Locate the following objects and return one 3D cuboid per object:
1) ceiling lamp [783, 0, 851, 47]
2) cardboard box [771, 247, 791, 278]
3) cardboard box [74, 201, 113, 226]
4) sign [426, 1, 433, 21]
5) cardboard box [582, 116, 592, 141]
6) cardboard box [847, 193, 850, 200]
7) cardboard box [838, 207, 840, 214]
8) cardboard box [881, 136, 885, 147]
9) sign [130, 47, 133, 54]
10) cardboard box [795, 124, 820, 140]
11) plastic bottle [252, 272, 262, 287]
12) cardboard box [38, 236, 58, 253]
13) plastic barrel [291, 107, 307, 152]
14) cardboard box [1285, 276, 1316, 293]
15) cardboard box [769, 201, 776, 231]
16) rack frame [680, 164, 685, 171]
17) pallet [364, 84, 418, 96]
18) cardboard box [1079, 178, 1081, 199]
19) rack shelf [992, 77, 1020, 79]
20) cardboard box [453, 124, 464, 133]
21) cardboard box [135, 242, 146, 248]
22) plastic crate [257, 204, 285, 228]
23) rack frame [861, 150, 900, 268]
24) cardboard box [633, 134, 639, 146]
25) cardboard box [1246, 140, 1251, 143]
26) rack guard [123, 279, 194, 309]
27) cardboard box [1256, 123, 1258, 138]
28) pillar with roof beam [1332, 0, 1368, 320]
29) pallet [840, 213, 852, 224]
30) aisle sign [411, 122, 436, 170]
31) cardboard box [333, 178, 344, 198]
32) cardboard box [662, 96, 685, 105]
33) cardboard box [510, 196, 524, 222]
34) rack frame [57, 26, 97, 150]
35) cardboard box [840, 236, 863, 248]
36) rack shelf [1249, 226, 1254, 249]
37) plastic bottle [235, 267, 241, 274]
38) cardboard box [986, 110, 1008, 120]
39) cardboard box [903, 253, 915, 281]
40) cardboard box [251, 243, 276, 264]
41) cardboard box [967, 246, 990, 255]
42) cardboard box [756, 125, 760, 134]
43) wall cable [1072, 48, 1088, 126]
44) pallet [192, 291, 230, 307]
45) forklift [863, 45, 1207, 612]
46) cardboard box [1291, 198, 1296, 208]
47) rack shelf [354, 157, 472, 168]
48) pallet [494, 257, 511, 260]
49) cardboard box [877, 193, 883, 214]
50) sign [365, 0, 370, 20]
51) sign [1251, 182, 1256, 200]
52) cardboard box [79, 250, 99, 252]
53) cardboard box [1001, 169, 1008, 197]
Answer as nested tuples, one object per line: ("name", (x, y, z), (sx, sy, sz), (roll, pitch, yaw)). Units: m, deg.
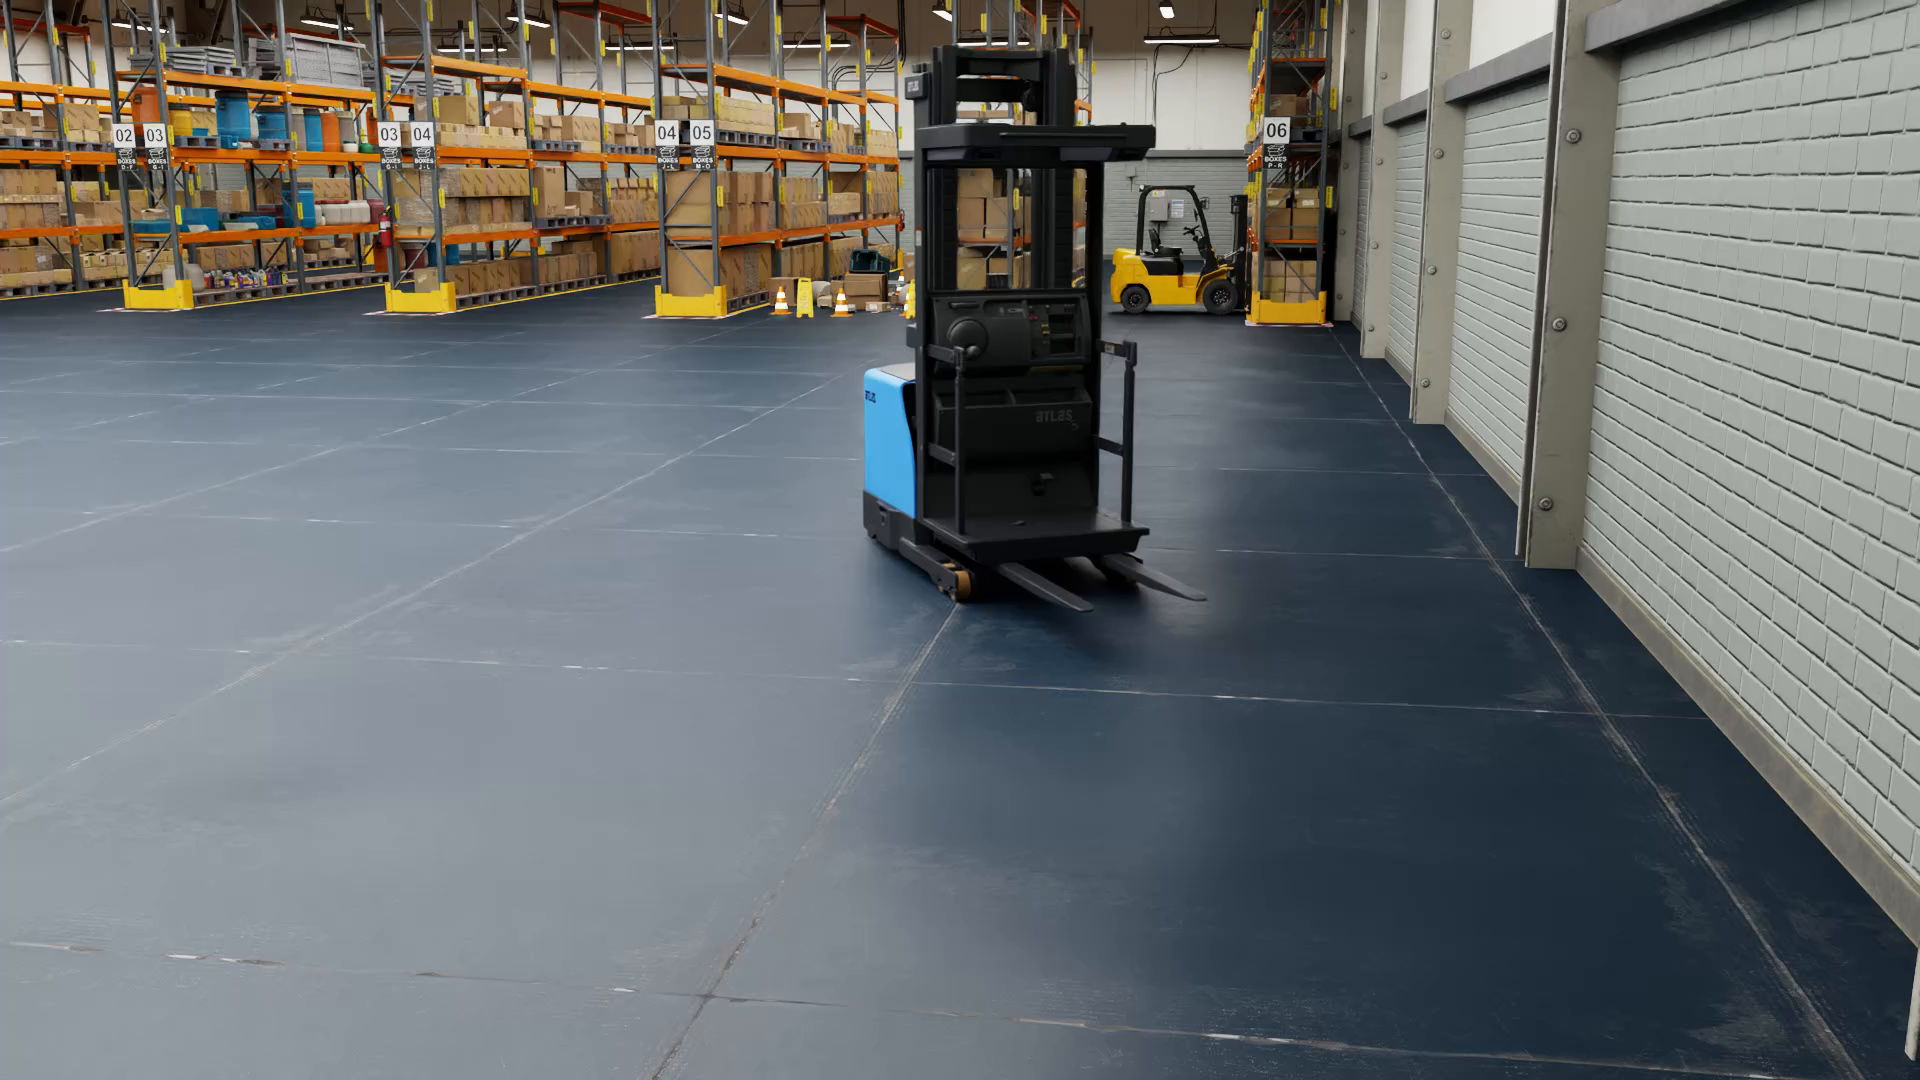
("ceiling lamp", (-4.045, -15.047, 45.098), (2.000, 3.185, 0.800), (2, 12, 9))
("cardboard box", (-3.916, -5.342, 32.505), (1.050, 0.750, 0.750), (2, 12, 8))
("cardboard box", (-18.381, -6.926, 35.273), (0.500, 0.500, 0.500), (3, 12, 13))
("sign", (-8.887, -8.864, 27.858), (0.100, 0.325, 0.005), (2, 12, 9))
("cardboard box", (-8.087, -8.664, 35.032), (0.500, 0.500, 0.500), (2, 12, 9))
("cardboard box", (-2.725, -7.838, 37.929), (0.380, 0.149, 0.250), (1, 12, 7))
("cardboard box", (-2.878, -7.330, 36.985), (0.380, 0.149, 0.250), (2, 12, 11))
("cardboard box", (-2.145, -9.818, 40.980), (0.500, 0.250, 0.500), (1, 12, 6))
("sign", (-18.519, -10.884, 37.232), (0.100, 0.325, 0.005), (2, 12, 9))
("cardboard box", (-3.172, -8.387, 34.147), (0.500, 0.311, 0.500), (2, 12, 9))
("plastic bottle", (-13.625, -5.046, 32.208), (0.152, 0.276, 0.135), (2, 12, 10))
("cardboard box", (-22.493, -7.086, 40.358), (0.750, 0.750, 0.750), (2, 12, 8))
("plastic barrel", (-13.738, -8.407, 34.074), (0.600, 0.901, 0.600), (0, 12, 0))
("cardboard box", (5.551, -4.169, 27.062), (0.500, 0.250, 0.500), (2, 12, 10))
("cardboard box", (-3.968, -6.101, 31.325), (0.875, 0.550, 0.550), (2, 12, 9))
("rack frame", (-6.963, -8.784, 44.133), (1.000, 3.000, 0.127), (2, 12, 9))
("pallet", (-12.946, -10.073, 37.273), (1.213, 0.211, 1.003), (2, 12, 9))
("cardboard box", (2.611, -8.364, 39.574), (0.500, 0.500, 0.500), (2, 12, 8))
("rack shelf", (1.291, -8.767, 32.470), (1.077, 0.370, 4.000), (2, 12, 9))
("cardboard box", (-8.988, -7.253, 29.318), (0.380, 0.149, 0.250), (2, 12, 11))
("cardboard box", (-21.964, -7.673, 43.915), (0.700, 0.500, 0.500), (2, 12, 8))
("plastic crate", (-13.930, -6.589, 33.794), (0.402, 0.464, 0.583), (2, 12, 9))
("rack frame", (-2.077, -8.602, 43.290), (1.000, 3.000, 0.127), (2, 12, 9))
("cardboard box", (-7.836, -9.354, 38.873), (0.500, 0.311, 0.500), (1, 12, 7))
("cardboard box", (6.606, -8.966, 37.219), (0.380, 0.149, 0.250), (2, 12, 9))
("rack guard", (-14.352, -4.409, 29.767), (1.175, 0.500, 0.348), (2, 12, 9))
("cardboard box", (6.173, -8.156, 32.627), (0.700, 0.500, 0.500), (2, 12, 8))
("pillar with roof beam", (2.018, -8.160, 26.998), (9.100, 9.000, 0.400), (2, 12, 9))
("pallet", (-3.044, -7.257, 37.501), (1.003, 0.211, 1.213), (2, 12, 9))
("aisle sign", (-9.137, -6.702, 28.300), (0.394, 0.787, 0.004), (2, 12, 9))
("cardboard box", (-16.699, -9.329, 44.050), (0.500, 0.500, 0.500), (2, 12, 10))
("cardboard box", (-4.822, -7.340, 27.783), (0.380, 0.149, 0.250), (2, 12, 9))
("cardboard box", (-8.939, -6.389, 32.075), (0.875, 0.500, 0.500), (2, 12, 9))
("rack frame", (-22.261, -11.366, 41.872), (1.000, 3.000, 0.127), (2, 12, 9))
("cardboard box", (-2.557, -6.956, 38.809), (0.500, 0.250, 0.500), (2, 12, 7))
("rack shelf", (6.197, -5.870, 32.317), (1.077, 0.370, 4.000), (2, 12, 9))
("plastic bottle", (-14.237, -5.212, 32.802), (0.144, 0.351, 0.185), (2, 12, 10))
("cardboard box", (0.625, -6.933, 27.128), (0.380, 0.149, 0.250), (2, 12, 8))
("cardboard box", (-0.780, -5.165, 31.475), (0.500, 0.500, 0.500), (2, 12, 9))
("cardboard box", (-17.243, -7.052, 40.984), (0.500, 0.500, 0.500), (2, 12, 9))
("cardboard box", (0.308, -5.038, 28.961), (0.380, 0.149, 0.250), (2, 12, 11))
("cardboard box", (-3.819, -7.405, 29.974), (0.380, 0.149, 0.250), (2, 12, 10))
("wall cable", (3.426, -12.589, 47.548), (0.463, 3.000, 0.029), (2, 12, 9))
("pallet", (-14.222, -4.437, 30.581), (1.003, 0.211, 1.213), (2, 12, 9))
("forklift", (0.371, -1.202, 9.115), (1.130, 2.935, 3.031), (-4, 13, -20))
("cardboard box", (5.557, -5.454, 26.904), (0.380, 0.149, 0.250), (2, 12, 9))
("rack shelf", (-12.780, -8.810, 38.842), (1.077, 0.370, 4.000), (2, 12, 9))
("pallet", (-12.022, -7.411, 44.381), (1.003, 0.211, 1.213), (2, 12, 9))
("cardboard box", (-2.185, -8.266, 40.785), (0.500, 0.500, 0.500), (2, 12, 7))
("sign", (-9.969, -8.942, 28.035), (0.100, 0.325, 0.005), (2, 12, 9))
("sign", (5.351, -6.348, 30.268), (0.100, 0.325, 0.005), (2, 12, 9))
("cardboard box", (-18.664, -6.049, 35.641), (0.500, 0.311, 0.500), (2, 12, 8))
("cardboard box", (0.507, -6.243, 29.025), (0.700, 0.500, 0.500), (2, 12, 8))
